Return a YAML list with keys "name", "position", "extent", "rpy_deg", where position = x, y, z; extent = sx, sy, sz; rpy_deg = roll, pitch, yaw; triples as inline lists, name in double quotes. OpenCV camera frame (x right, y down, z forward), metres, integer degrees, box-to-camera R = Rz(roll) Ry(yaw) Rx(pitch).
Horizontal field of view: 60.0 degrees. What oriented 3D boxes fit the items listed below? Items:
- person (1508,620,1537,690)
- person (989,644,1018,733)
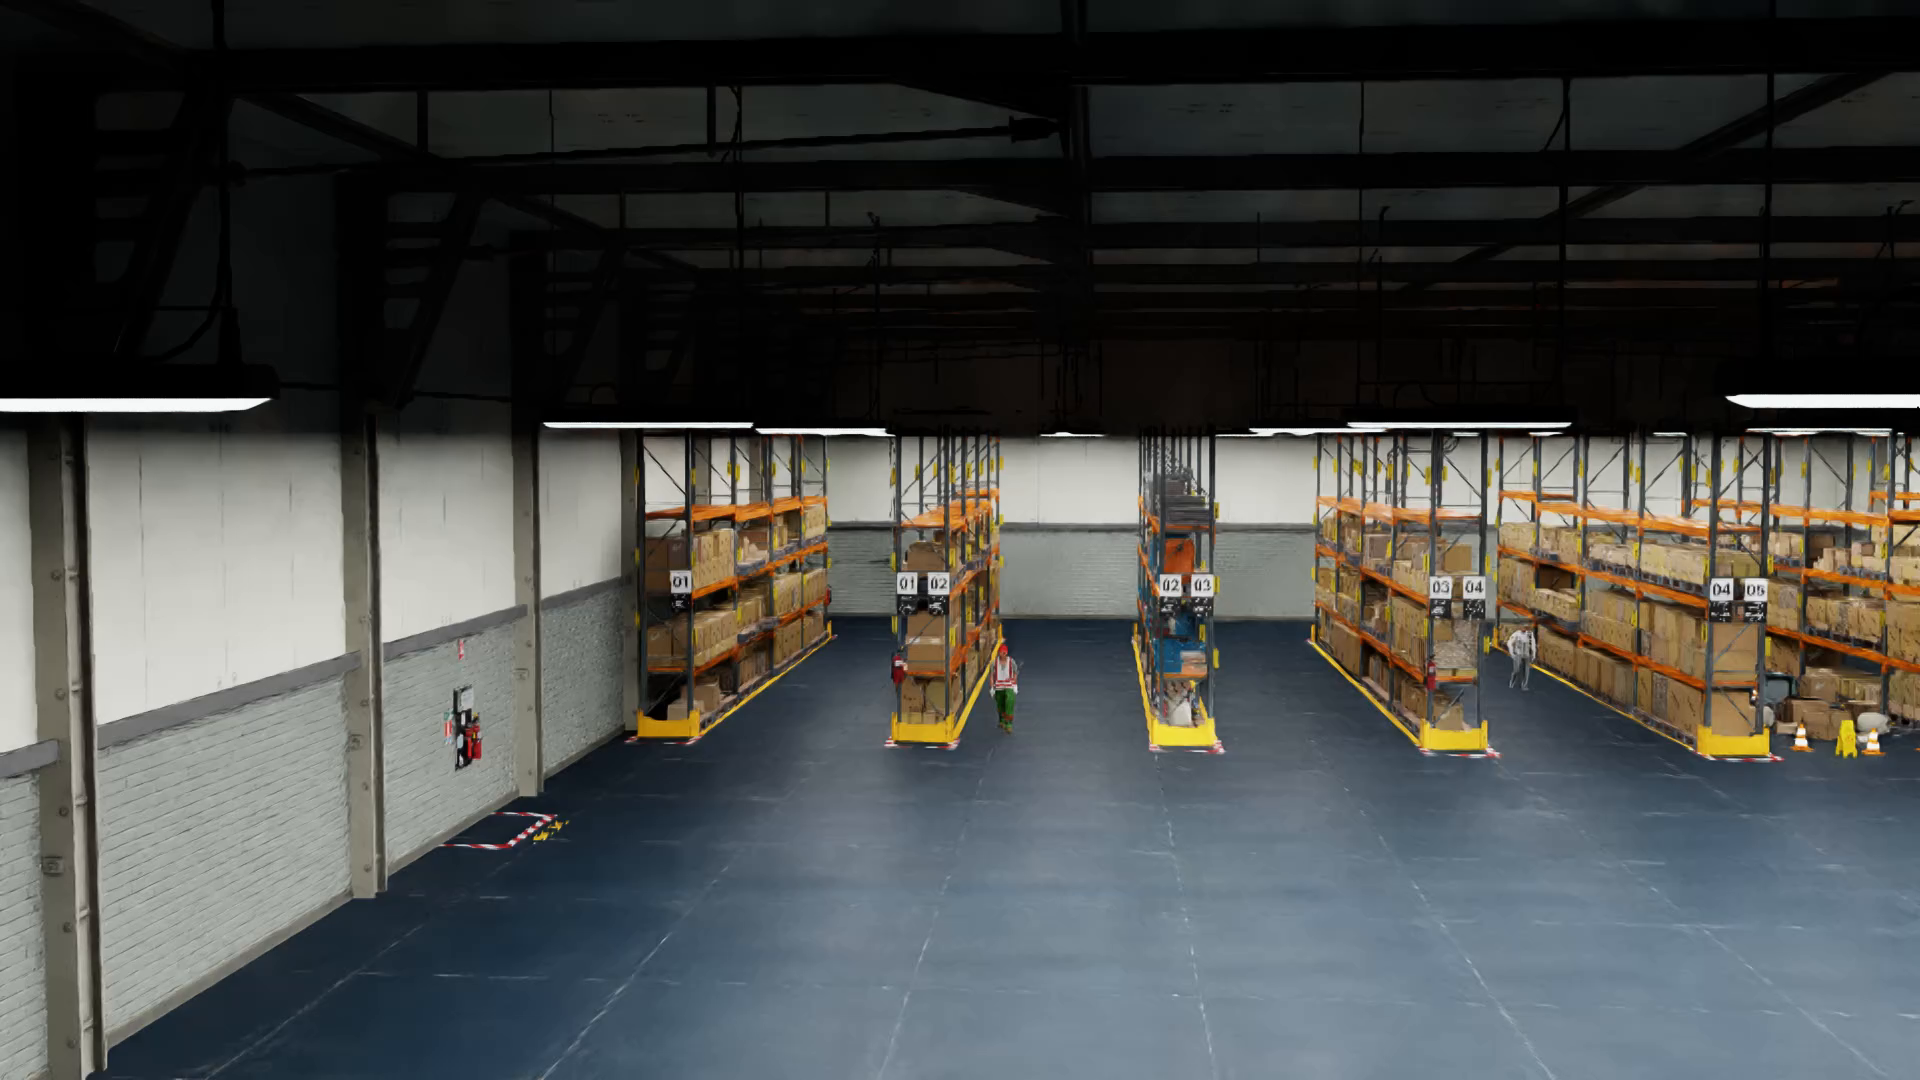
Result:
- name: "person"
  position: [12.804, 2.609, 37.883]
  extent: [0.639, 1.632, 0.498]
  rpy_deg: [0, 3, 4]
- name: "person"
  position: [0.848, 2.874, 32.503]
  extent: [0.553, 1.709, 1.123]
  rpy_deg: [0, 3, 7]
